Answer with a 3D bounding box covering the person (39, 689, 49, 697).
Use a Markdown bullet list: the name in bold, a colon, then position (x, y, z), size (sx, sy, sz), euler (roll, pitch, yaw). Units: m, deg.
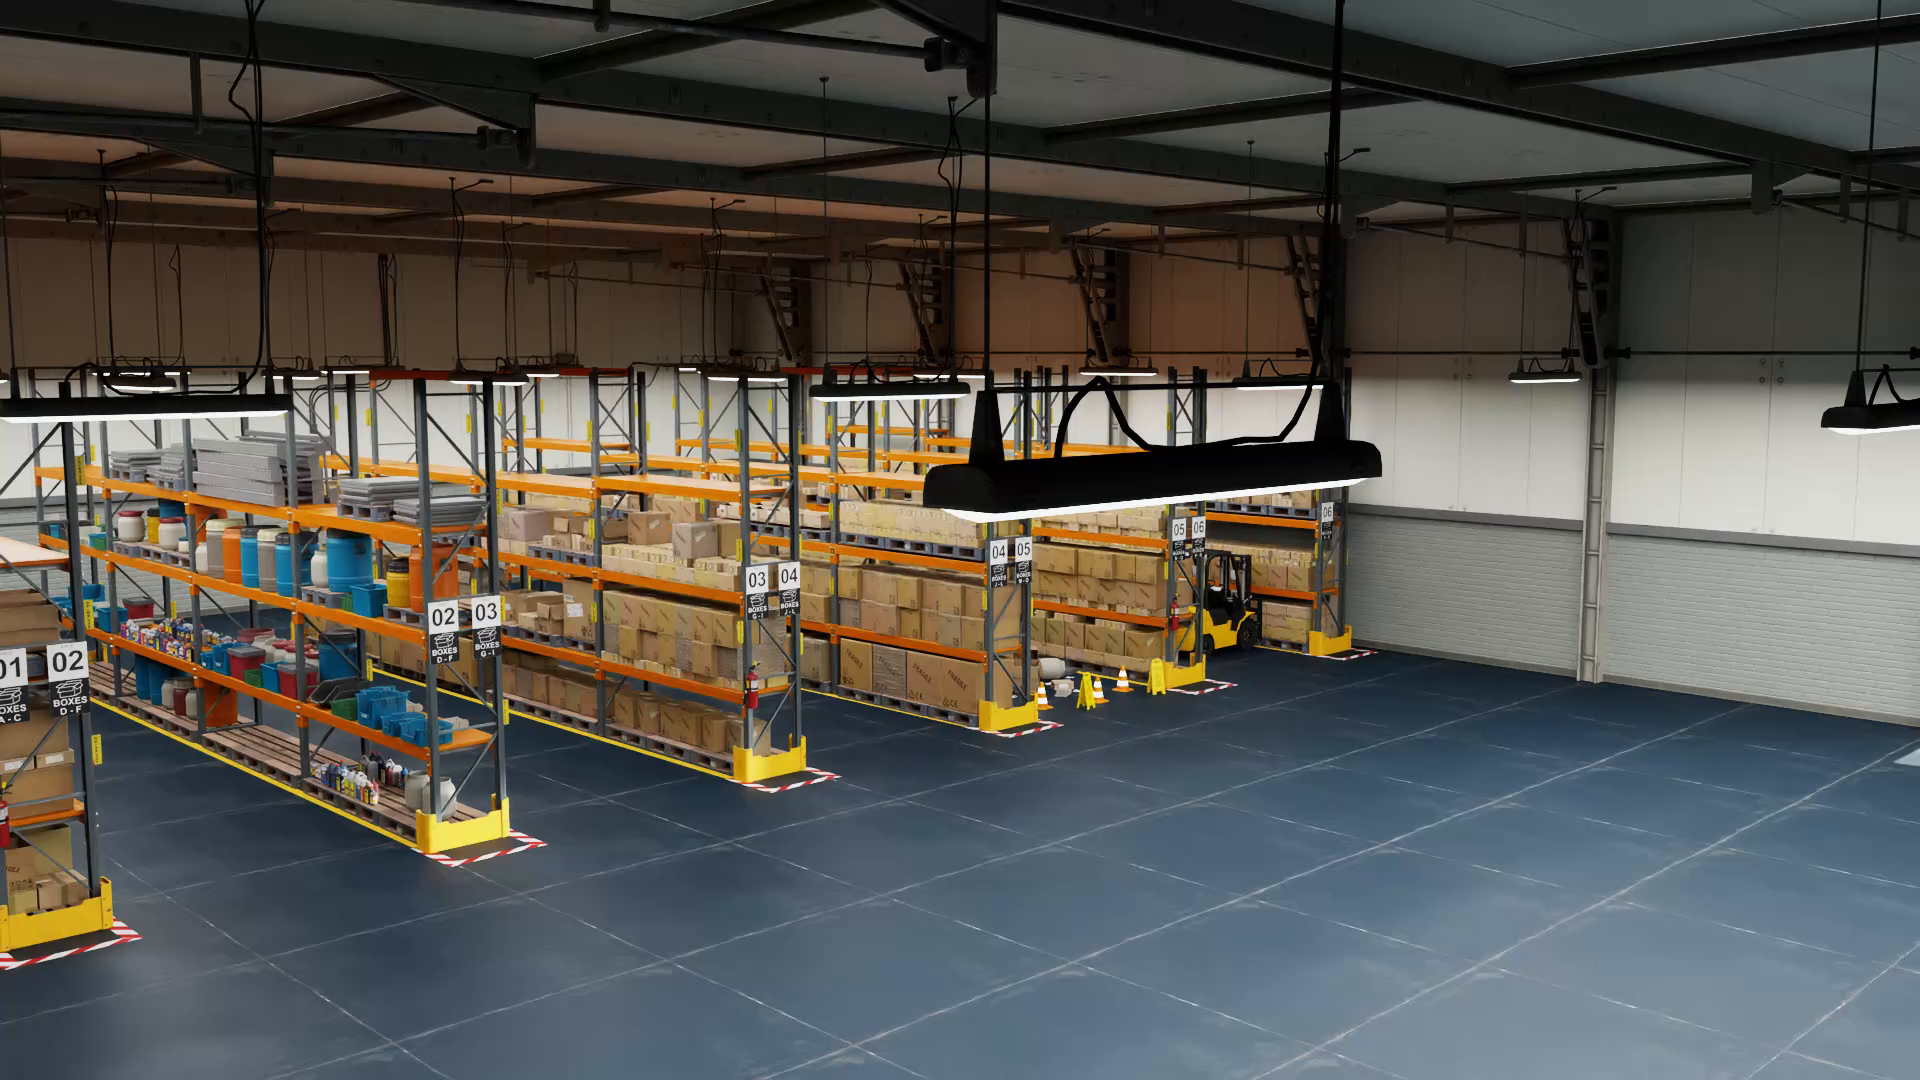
- **person**: position (-16.065, 2.157, 29.362), size (0.404, 1.785, 0.577), euler (3, 7, 23)
